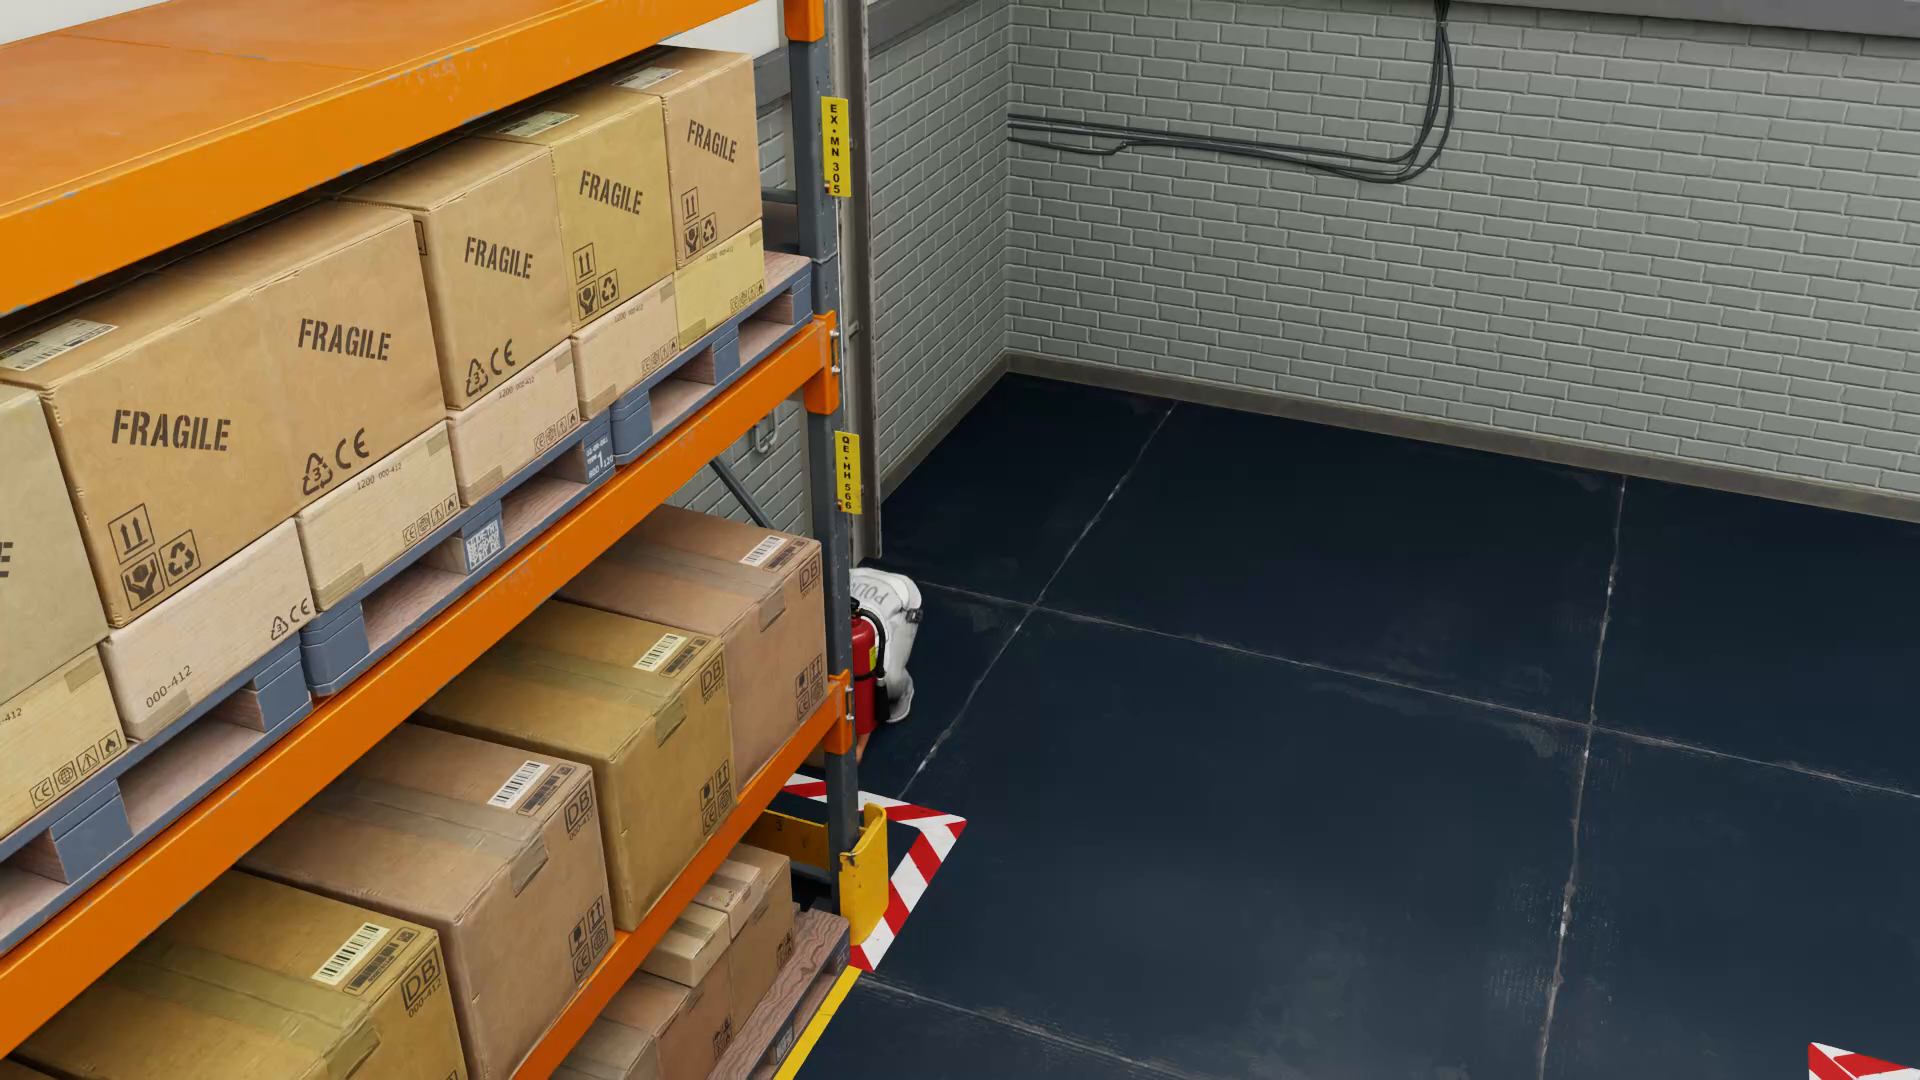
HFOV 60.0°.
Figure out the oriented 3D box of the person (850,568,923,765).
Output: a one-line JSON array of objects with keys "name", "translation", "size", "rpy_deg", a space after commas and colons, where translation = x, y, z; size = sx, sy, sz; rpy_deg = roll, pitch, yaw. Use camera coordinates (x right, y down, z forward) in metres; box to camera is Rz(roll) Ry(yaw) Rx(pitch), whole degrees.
[{"name": "person", "translation": [-0.504, 0.599, 8.291], "size": [0.508, 0.754, 0.935], "rpy_deg": [11, 31, 18]}]
